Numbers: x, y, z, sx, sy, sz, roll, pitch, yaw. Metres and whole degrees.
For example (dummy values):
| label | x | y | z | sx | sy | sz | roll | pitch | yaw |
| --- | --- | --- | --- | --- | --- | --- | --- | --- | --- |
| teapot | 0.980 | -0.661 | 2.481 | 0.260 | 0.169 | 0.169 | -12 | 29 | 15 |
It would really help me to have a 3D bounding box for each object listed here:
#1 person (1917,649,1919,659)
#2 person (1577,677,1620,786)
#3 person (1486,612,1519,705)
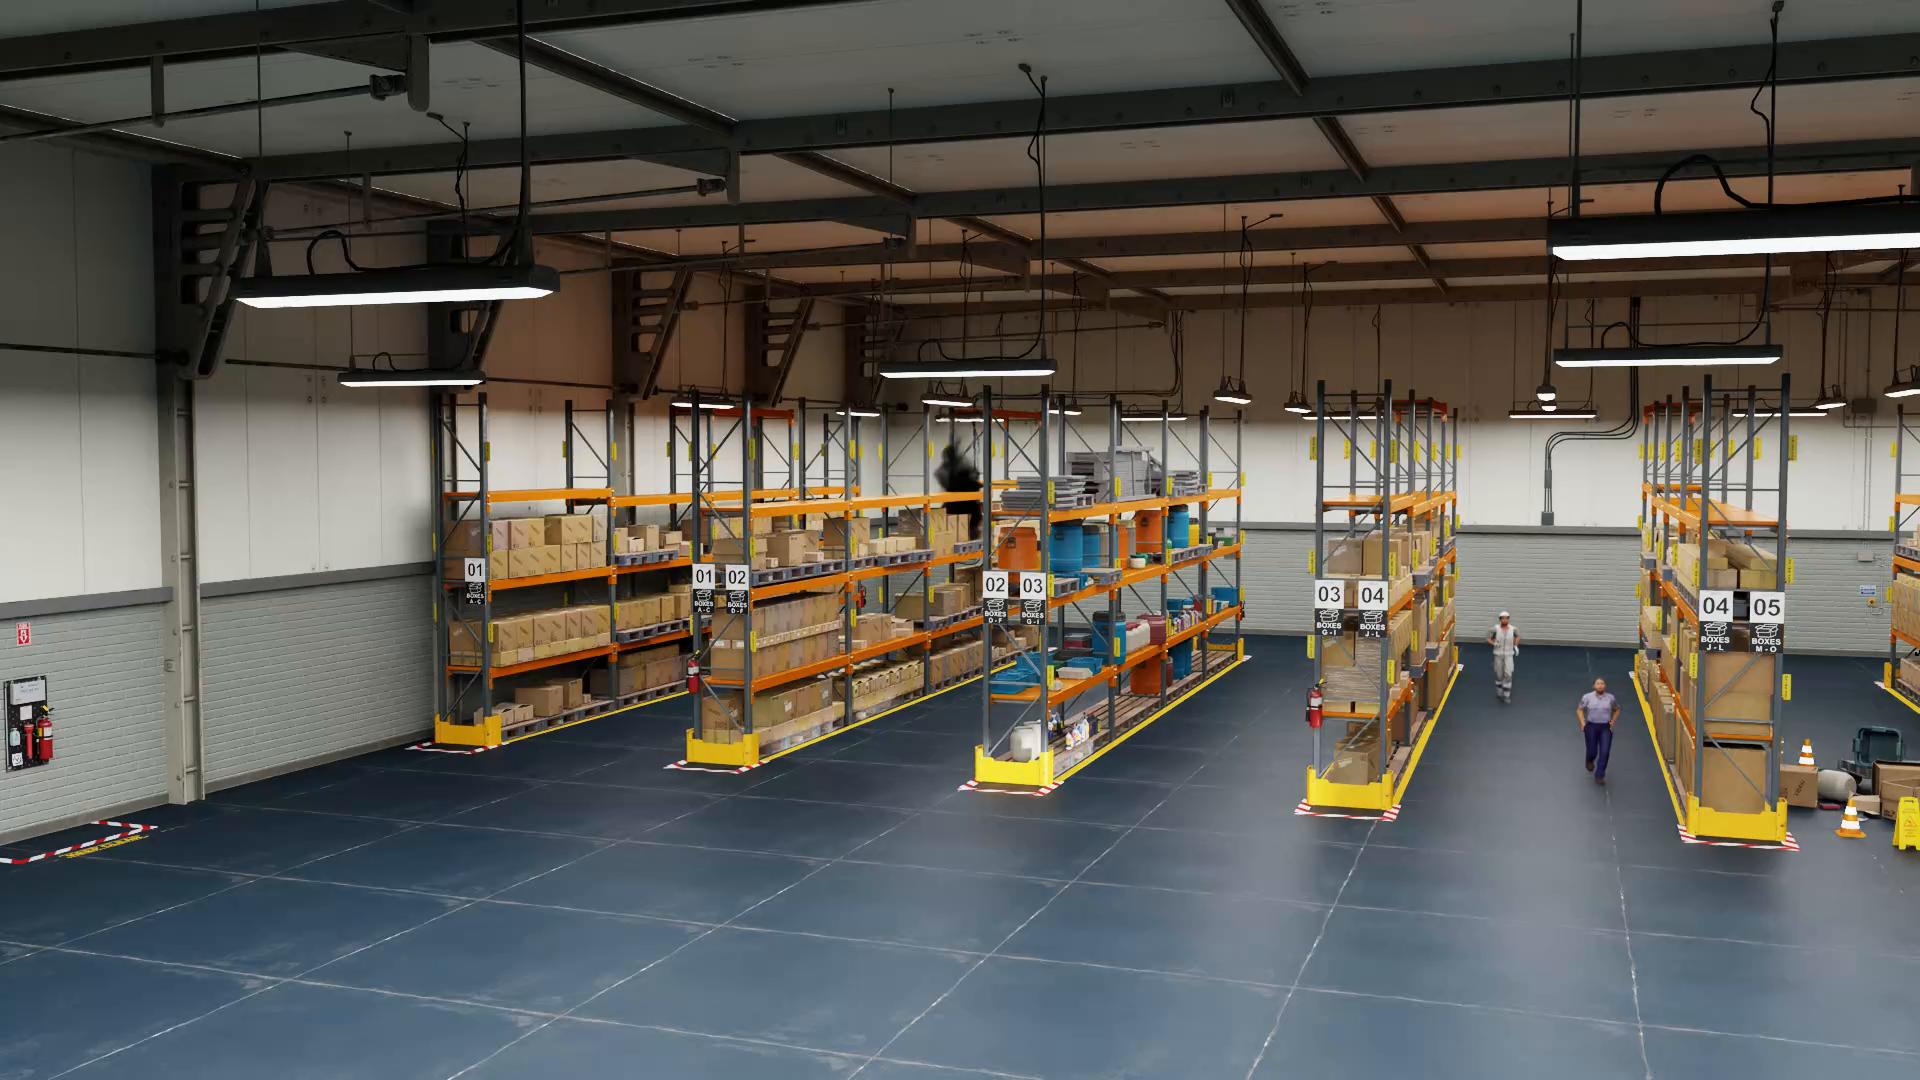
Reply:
| label | x | y | z | sx | sy | sz | roll | pitch | yaw |
| --- | --- | --- | --- | --- | --- | --- | --- | --- | --- |
| person | 21.069 | 2.324 | 36.206 | 0.538 | 1.521 | 0.707 | 3 | 4 | 44 |
| person | 9.664 | 2.872 | 25.159 | 0.613 | 1.607 | 0.587 | 1 | 3 | 16 |
| person | 10.845 | 2.333 | 33.247 | 0.643 | 1.816 | 0.877 | 1 | 3 | 15 |
